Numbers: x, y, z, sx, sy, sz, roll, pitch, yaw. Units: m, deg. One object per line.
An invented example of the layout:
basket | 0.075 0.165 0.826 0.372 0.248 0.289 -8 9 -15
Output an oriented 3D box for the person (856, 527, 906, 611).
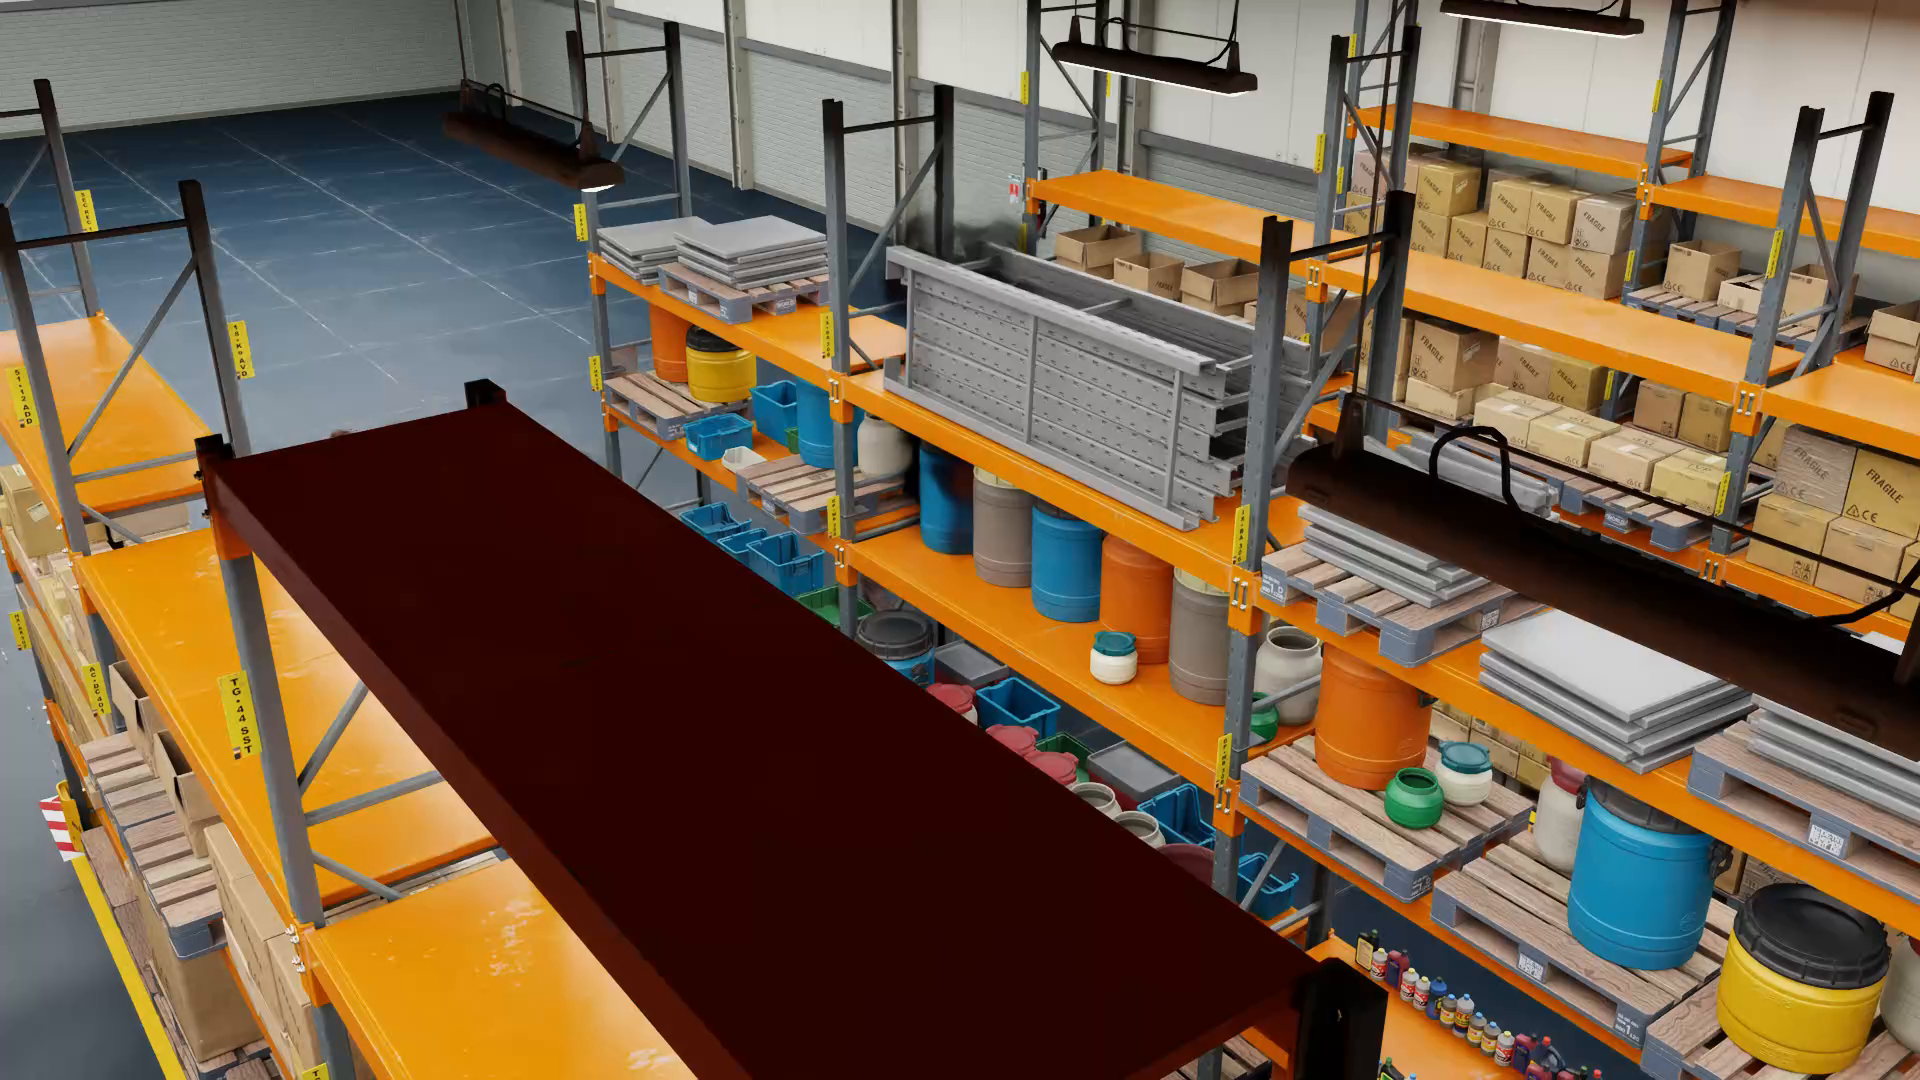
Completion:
person | -0.880 0.189 16.549 0.630 1.785 0.789 -21 32 -37

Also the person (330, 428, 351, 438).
person | -6.675 -0.487 18.121 0.643 1.572 0.508 -6 26 -13
